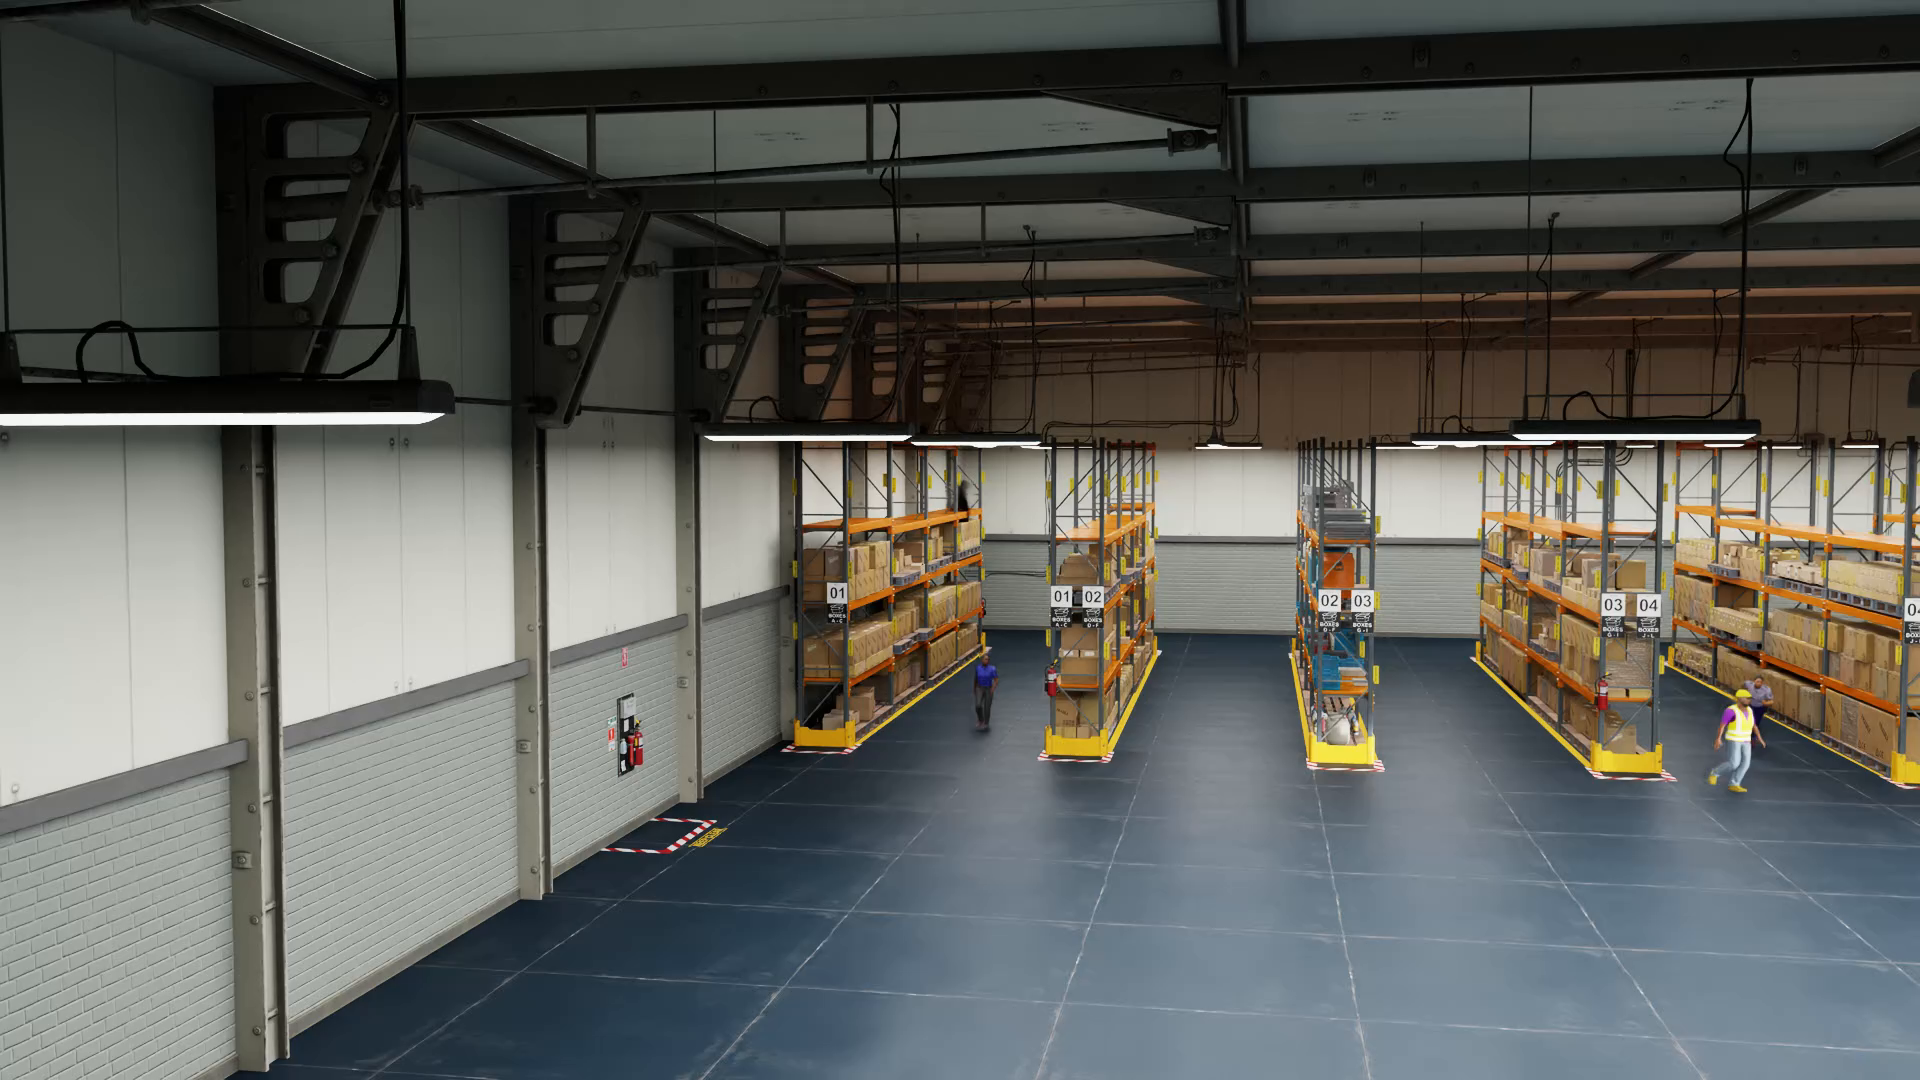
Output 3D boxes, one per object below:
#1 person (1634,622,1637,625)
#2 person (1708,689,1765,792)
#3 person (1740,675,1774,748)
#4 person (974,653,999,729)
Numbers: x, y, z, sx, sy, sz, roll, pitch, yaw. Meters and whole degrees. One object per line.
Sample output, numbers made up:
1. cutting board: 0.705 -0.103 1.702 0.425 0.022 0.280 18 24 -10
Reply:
1. person: 18.942 2.353 46.061 0.667 1.673 0.725 2 4 39
2. person: 13.061 3.369 28.024 0.729 1.728 0.687 -1 3 -24
3. person: 15.385 3.283 32.130 0.572 1.428 1.082 1 3 21
4. person: 0.521 3.110 34.066 0.561 1.586 0.778 0 3 7
